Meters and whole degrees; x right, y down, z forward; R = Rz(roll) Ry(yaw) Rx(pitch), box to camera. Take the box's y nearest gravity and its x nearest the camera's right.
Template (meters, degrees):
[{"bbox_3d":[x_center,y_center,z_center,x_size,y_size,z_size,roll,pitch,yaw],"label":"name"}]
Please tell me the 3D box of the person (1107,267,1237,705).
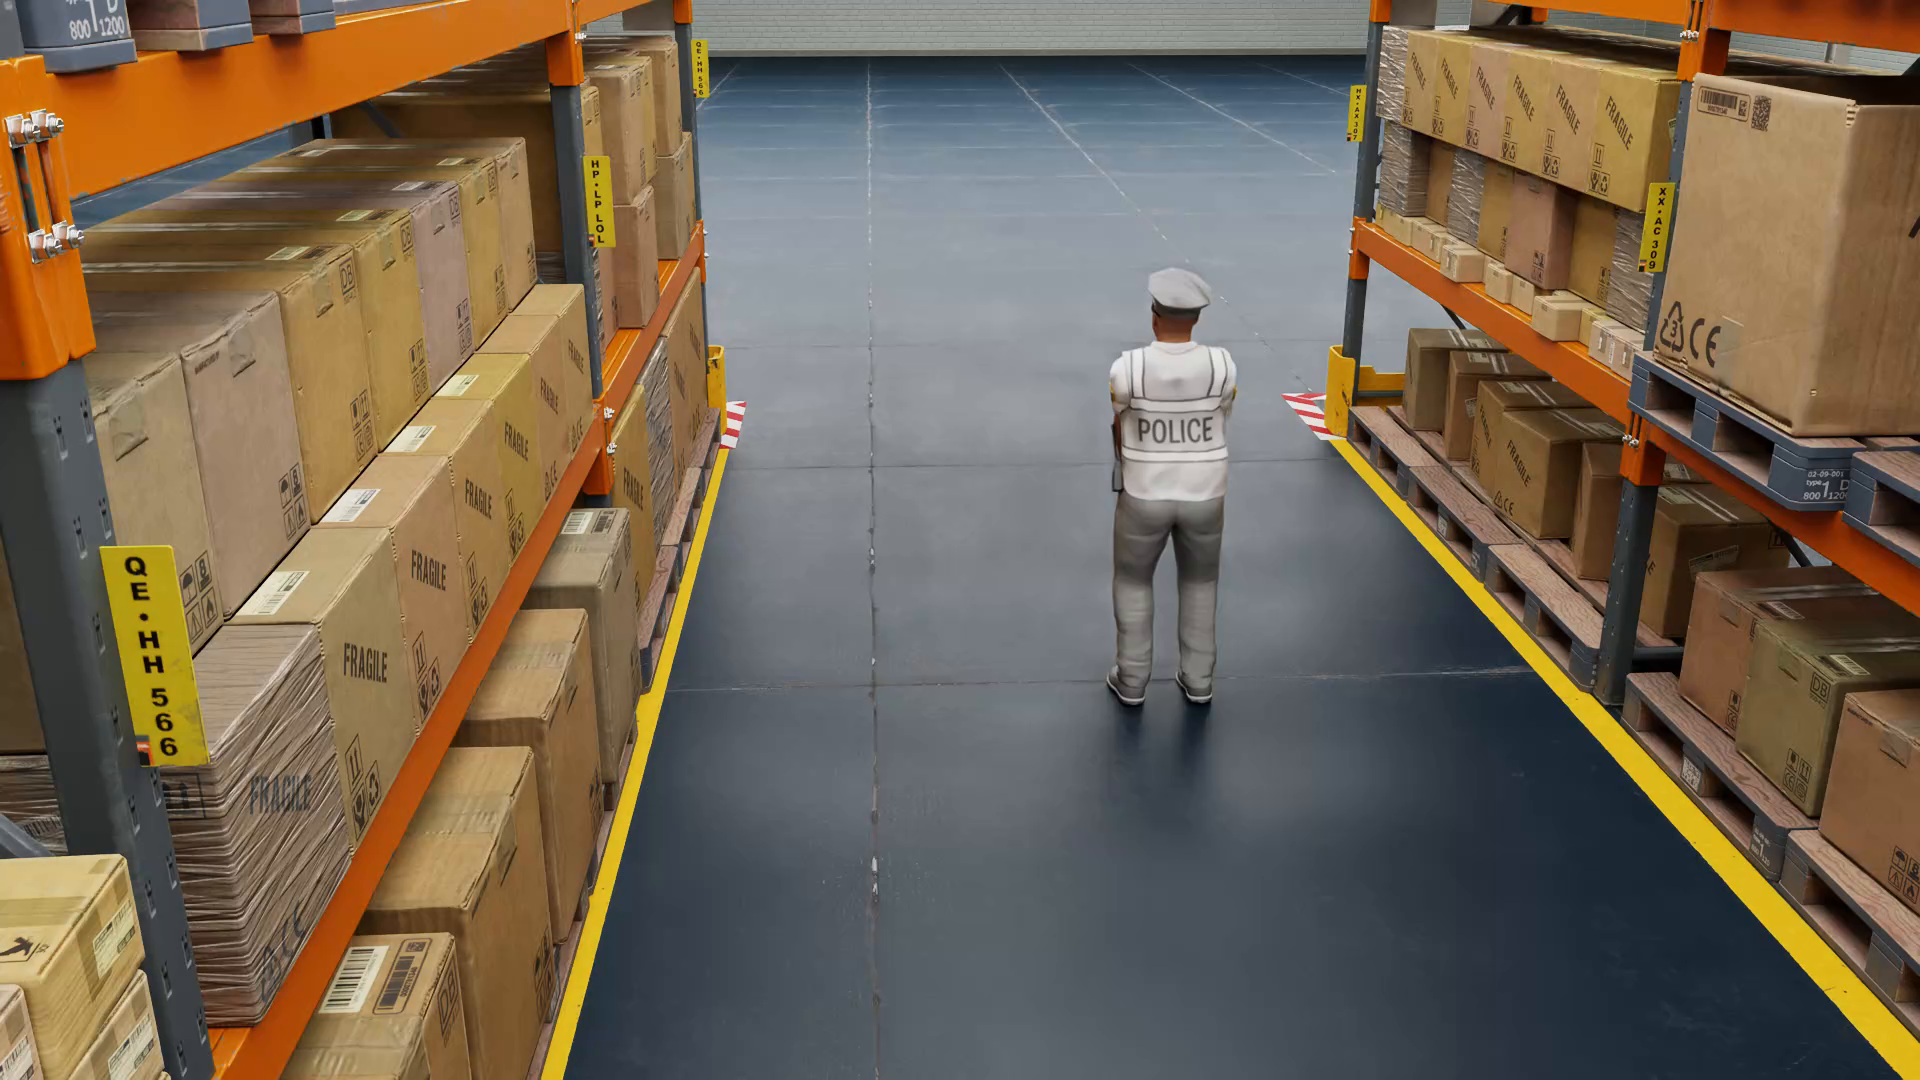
[{"bbox_3d":[0.814,-0.218,6.635,0.493,1.770,0.558,-1,20,-2],"label":"person"}]
